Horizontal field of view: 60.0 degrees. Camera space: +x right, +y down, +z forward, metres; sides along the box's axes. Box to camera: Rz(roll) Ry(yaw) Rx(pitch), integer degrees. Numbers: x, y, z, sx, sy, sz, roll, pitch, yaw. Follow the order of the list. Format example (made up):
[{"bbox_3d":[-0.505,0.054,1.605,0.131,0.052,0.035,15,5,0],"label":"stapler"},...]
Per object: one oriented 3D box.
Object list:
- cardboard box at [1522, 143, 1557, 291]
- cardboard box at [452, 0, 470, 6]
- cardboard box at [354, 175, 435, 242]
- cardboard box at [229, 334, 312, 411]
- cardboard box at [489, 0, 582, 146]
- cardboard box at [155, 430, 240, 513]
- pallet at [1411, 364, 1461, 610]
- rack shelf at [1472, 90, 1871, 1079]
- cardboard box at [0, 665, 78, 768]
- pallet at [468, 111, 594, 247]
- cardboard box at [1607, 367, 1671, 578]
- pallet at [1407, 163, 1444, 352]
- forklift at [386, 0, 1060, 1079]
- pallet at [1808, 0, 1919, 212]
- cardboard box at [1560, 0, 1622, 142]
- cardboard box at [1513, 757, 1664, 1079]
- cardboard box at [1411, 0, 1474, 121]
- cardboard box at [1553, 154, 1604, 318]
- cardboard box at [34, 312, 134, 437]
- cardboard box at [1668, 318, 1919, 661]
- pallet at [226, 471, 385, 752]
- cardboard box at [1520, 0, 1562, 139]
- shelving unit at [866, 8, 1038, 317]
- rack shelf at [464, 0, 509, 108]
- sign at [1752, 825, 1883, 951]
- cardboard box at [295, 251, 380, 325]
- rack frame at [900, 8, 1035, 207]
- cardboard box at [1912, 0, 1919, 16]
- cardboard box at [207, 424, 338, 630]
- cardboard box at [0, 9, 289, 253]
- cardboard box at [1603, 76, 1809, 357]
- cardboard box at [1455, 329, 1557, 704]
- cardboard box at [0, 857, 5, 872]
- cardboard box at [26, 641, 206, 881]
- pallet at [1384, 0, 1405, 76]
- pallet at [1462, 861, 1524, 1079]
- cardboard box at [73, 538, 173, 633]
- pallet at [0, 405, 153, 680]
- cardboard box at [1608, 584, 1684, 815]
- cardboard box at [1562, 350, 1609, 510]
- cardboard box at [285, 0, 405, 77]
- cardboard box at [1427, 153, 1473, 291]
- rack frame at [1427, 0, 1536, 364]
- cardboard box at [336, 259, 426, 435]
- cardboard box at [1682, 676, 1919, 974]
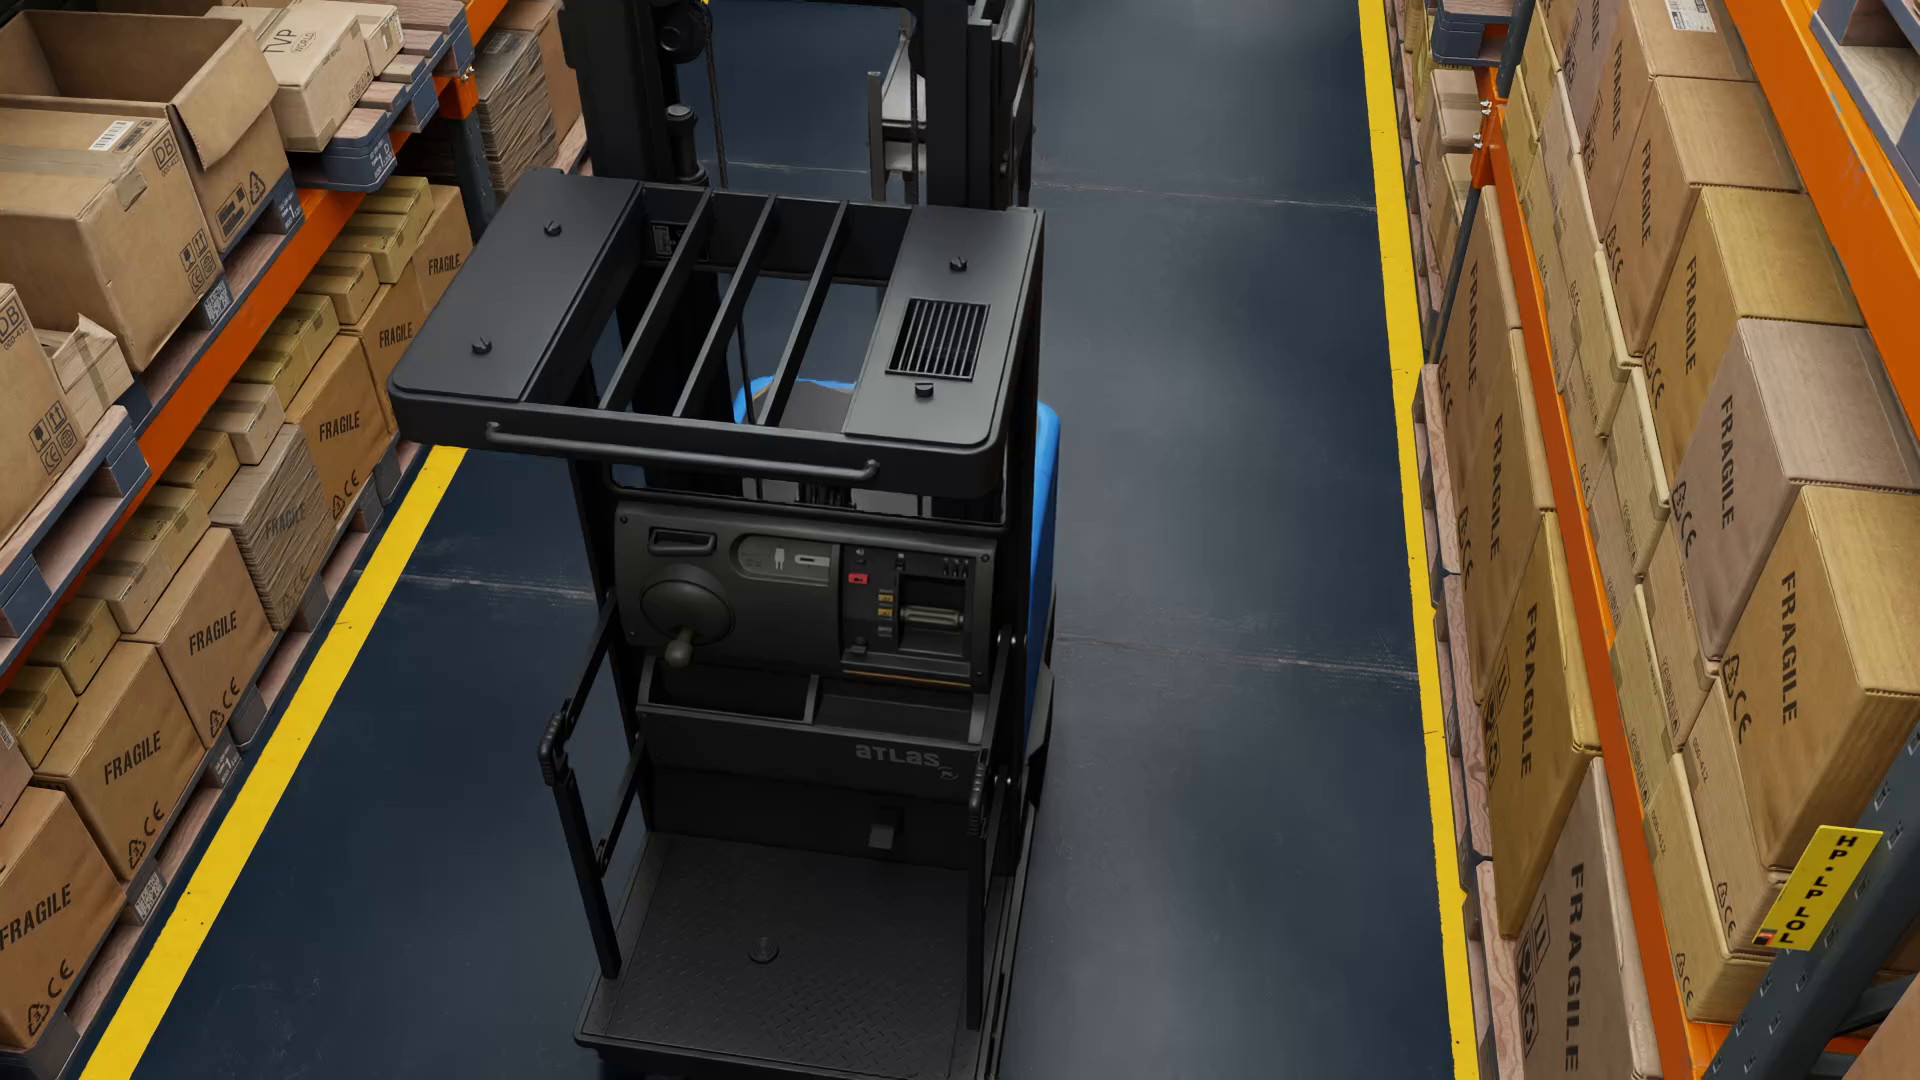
[{"bbox_3d":[2.087,-1.009,5.243,0.500,0.250,0.500,4,44,4],"label":"cardboard box"},{"bbox_3d":[-2.168,-2.400,6.712,0.500,0.250,0.500,5,44,6],"label":"cardboard box"},{"bbox_3d":[-2.283,-1.295,6.476,0.380,0.149,0.250,3,44,3],"label":"cardboard box"},{"bbox_3d":[-2.480,-0.584,5.726,0.380,0.149,0.250,5,44,5],"label":"cardboard box"},{"bbox_3d":[-2.294,-2.334,7.955,0.875,0.625,0.625,7,44,7],"label":"cardboard box"},{"bbox_3d":[-2.569,-0.231,5.353,0.380,0.149,0.250,5,44,6],"label":"cardboard box"},{"bbox_3d":[2.273,-0.182,6.289,1.003,0.211,1.213,5,44,6],"label":"pallet"},{"bbox_3d":[2.187,-0.101,4.698,1.077,0.370,4.000,5,44,6],"label":"rack shelf"},{"bbox_3d":[-2.704,0.480,4.602,0.380,0.149,0.250,3,44,3],"label":"cardboard box"},{"bbox_3d":[-2.322,-1.719,7.912,1.003,0.211,1.213,5,44,6],"label":"pallet"},{"bbox_3d":[1.861,-0.144,3.966,0.500,0.250,0.500,6,44,7],"label":"cardboard box"},{"bbox_3d":[2.556,-1.245,7.411,1.003,0.211,1.213,5,44,6],"label":"pallet"},{"bbox_3d":[-0.410,0.234,3.872,1.130,2.935,3.031,6,44,6],"label":"forklift"},{"bbox_3d":[1.995,-0.648,2.710,0.805,0.209,1.217,4,44,4],"label":"pallet"},{"bbox_3d":[2.088,-1.472,4.823,0.500,0.500,0.500,5,44,6],"label":"cardboard box"},{"bbox_3d":[1.925,1.190,4.051,0.875,0.875,0.875,6,44,7],"label":"cardboard box"},{"bbox_3d":[2.732,-2.328,8.132,0.950,0.372,0.625,7,44,7],"label":"cardboard box"},{"bbox_3d":[1.992,-0.839,4.700,0.500,0.250,0.500,5,44,5],"label":"cardboard box"},{"bbox_3d":[-2.434,-0.463,4.350,0.396,0.266,0.258,7,44,8],"label":"cardboard box"},{"bbox_3d":[1.794,-0.079,3.352,0.500,0.500,0.500,6,44,6],"label":"cardboard box"},{"bbox_3d":[-2.769,0.173,5.914,1.003,0.211,1.213,5,44,6],"label":"pallet"},{"bbox_3d":[2.140,-1.529,5.429,0.500,0.250,0.500,5,44,5],"label":"cardboard box"},{"bbox_3d":[-0.016,-0.661,5.420,0.431,2.100,0.503,6,44,6],"label":"shelving unit"},{"bbox_3d":[-2.205,-3.276,8.051,1.077,0.370,4.000,5,44,6],"label":"rack shelf"},{"bbox_3d":[1.384,0.566,2.686,0.100,0.325,0.005,5,44,6],"label":"sign"},{"bbox_3d":[-2.367,-0.930,6.092,0.380,0.149,0.250,4,44,4],"label":"cardboard box"},{"bbox_3d":[0.021,-0.827,5.595,0.400,2.100,0.015,6,44,6],"label":"rack frame"},{"bbox_3d":[1.831,-0.828,2.521,0.500,0.311,0.500,5,44,6],"label":"cardboard box"},{"bbox_3d":[-2.505,-0.058,5.642,0.500,0.500,0.500,4,44,4],"label":"cardboard box"},{"bbox_3d":[-2.502,-1.235,4.992,0.797,0.503,0.637,4,44,5],"label":"cardboard box"},{"bbox_3d":[1.934,-0.777,4.089,0.500,0.500,0.500,6,44,6],"label":"cardboard box"},{"bbox_3d":[2.156,-0.035,5.346,0.875,0.875,0.875,6,44,6],"label":"cardboard box"},{"bbox_3d":[-2.687,0.852,4.210,0.380,0.149,0.250,7,44,7],"label":"cardboard box"},{"bbox_3d":[-2.650,0.634,4.911,0.500,0.500,0.500,5,44,5],"label":"cardboard box"},{"bbox_3d":[2.879,-2.908,9.168,1.003,0.211,1.213,5,44,6],"label":"pallet"},{"bbox_3d":[1.950,1.481,4.533,1.003,0.211,1.213,5,44,6],"label":"pallet"},{"bbox_3d":[-2.611,0.125,4.977,0.380,0.149,0.250,5,44,5],"label":"cardboard box"},{"bbox_3d":[-2.784,0.087,4.116,1.003,0.211,1.213,5,44,6],"label":"pallet"},{"bbox_3d":[1.801,0.380,3.776,0.500,0.250,0.500,5,44,5],"label":"cardboard box"},{"bbox_3d":[1.950,-0.315,4.510,0.500,0.250,0.500,5,44,6],"label":"cardboard box"},{"bbox_3d":[-2.176,-1.753,5.797,0.380,0.149,0.250,6,44,6],"label":"cardboard box"},{"bbox_3d":[2.536,-1.308,7.055,0.950,0.372,0.625,3,43,3],"label":"cardboard box"},{"bbox_3d":[2.452,-1.725,5.890,1.000,3.000,0.127,5,44,6],"label":"rack frame"},{"bbox_3d":[-2.388,-0.771,6.395,0.500,0.500,0.500,5,44,5],"label":"cardboard box"},{"bbox_3d":[1.740,0.551,3.232,0.500,0.250,0.500,5,44,5],"label":"cardboard box"}]
